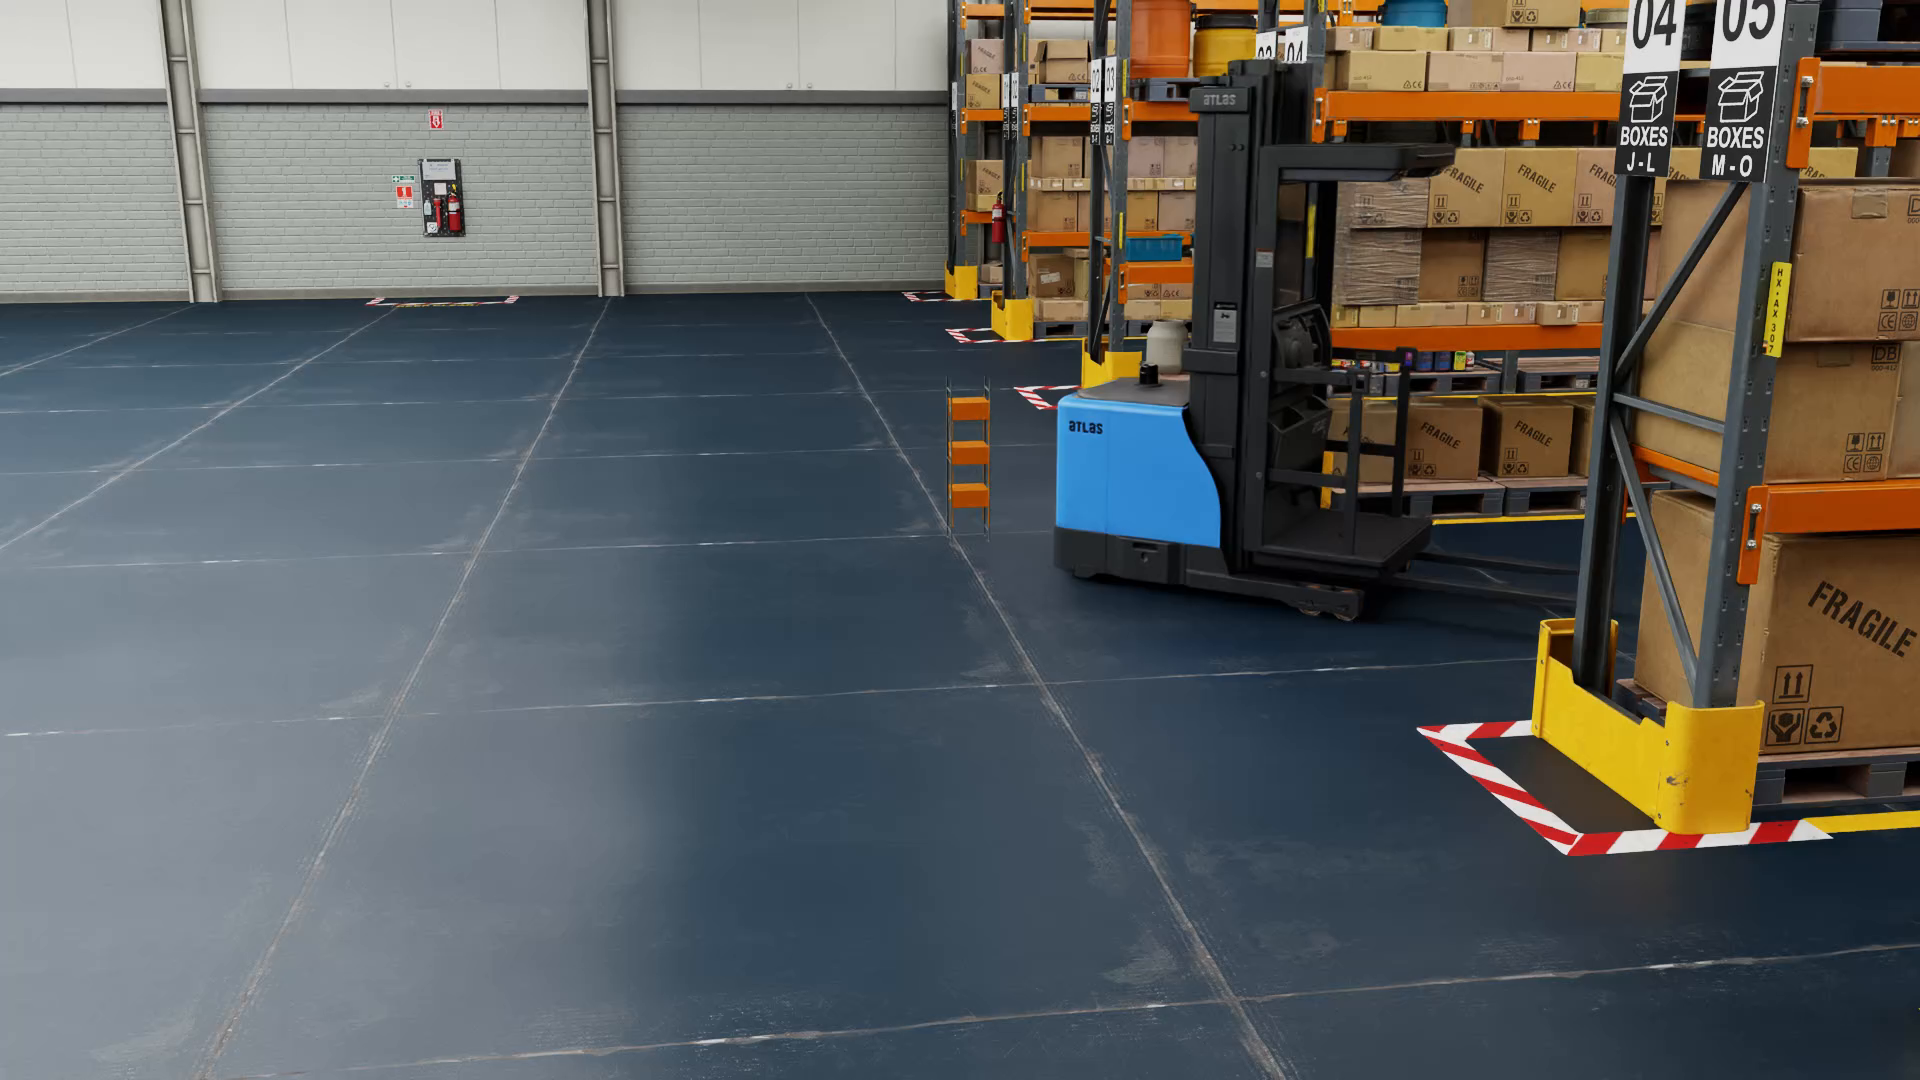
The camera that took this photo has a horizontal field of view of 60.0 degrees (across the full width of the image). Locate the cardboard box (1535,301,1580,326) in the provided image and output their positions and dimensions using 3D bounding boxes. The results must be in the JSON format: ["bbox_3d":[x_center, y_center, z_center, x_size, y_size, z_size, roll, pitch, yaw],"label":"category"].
[{"bbox_3d":[3.970,-1.545,11.231,0.250,0.149,0.380,-2,14,-8],"label":"cardboard box"}]

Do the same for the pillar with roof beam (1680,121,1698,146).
[{"bbox_3d":[13.012,-7.800,23.323,0.400,9.000,9.100,-2,14,-8],"label":"pillar with roof beam"}]

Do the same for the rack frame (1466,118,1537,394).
[{"bbox_3d":[5.373,-3.019,16.593,0.127,3.000,1.000,-2,14,-8],"label":"rack frame"}]

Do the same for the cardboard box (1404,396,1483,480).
[{"bbox_3d":[3.361,-0.722,11.711,0.500,0.500,0.500,2,14,6],"label":"cardboard box"}]

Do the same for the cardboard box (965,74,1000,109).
[{"bbox_3d":[0.309,-6.722,24.946,0.500,0.500,0.500,-2,14,-7],"label":"cardboard box"}]

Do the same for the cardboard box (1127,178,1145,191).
[{"bbox_3d":[2.124,-4.429,20.676,0.250,0.149,0.380,-3,14,-10],"label":"cardboard box"}]

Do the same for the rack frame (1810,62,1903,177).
[{"bbox_3d":[6.110,-1.827,11.842,0.127,3.000,1.000,-2,14,-8],"label":"rack frame"}]

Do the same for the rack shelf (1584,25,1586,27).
[{"bbox_3d":[9.830,-7.986,26.368,4.000,0.370,1.077,-2,14,-8],"label":"rack shelf"}]

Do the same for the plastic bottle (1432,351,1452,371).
[{"bbox_3d":[4.779,-1.855,16.492,0.185,0.351,0.144,-2,14,-10],"label":"plastic bottle"}]

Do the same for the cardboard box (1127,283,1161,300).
[{"bbox_3d":[2.233,-3.305,20.981,0.500,0.500,0.500,-2,14,-8],"label":"cardboard box"}]

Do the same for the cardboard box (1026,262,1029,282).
[{"bbox_3d":[1.203,-4.190,25.887,0.500,0.311,0.500,-1,14,-4],"label":"cardboard box"}]

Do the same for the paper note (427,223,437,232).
[{"bbox_3d":[-8.063,-4.775,25.408,0.142,0.148,0.016,-2,14,-8],"label":"paper note"}]

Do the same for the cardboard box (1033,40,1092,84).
[{"bbox_3d":[1.252,-5.862,20.400,0.637,0.503,0.797,-1,14,-4],"label":"cardboard box"}]

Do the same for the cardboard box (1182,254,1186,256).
[{"bbox_3d":[2.650,-3.448,21.551,0.500,0.500,0.500,-2,14,-8],"label":"cardboard box"}]

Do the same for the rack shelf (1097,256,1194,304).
[{"bbox_3d":[3.395,-2.597,16.391,4.000,0.370,1.077,-2,14,-8],"label":"rack shelf"}]

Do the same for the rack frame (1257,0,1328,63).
[{"bbox_3d":[2.155,-4.592,10.534,0.127,3.000,1.000,-2,14,-8],"label":"rack frame"}]

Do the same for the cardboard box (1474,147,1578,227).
[{"bbox_3d":[3.729,-2.349,11.051,0.500,0.500,0.500,-2,14,-8],"label":"cardboard box"}]

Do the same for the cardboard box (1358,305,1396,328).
[{"bbox_3d":[2.722,-1.518,11.125,0.250,0.149,0.380,-2,14,-8],"label":"cardboard box"}]

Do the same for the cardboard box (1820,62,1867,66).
[{"bbox_3d":[5.699,-3.130,11.179,0.500,0.250,0.500,-2,14,-6],"label":"cardboard box"}]

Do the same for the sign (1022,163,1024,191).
[{"bbox_3d":[0.760,-4.390,20.118,0.005,0.325,0.100,-2,14,-8],"label":"sign"}]

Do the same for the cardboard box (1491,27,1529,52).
[{"bbox_3d":[3.485,-3.238,10.789,0.250,0.149,0.380,-2,14,-8],"label":"cardboard box"}]

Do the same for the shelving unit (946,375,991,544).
[{"bbox_3d":[0.053,-0.511,10.602,0.252,1.050,0.215,-2,14,-8],"label":"shelving unit"}]

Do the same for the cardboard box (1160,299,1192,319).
[{"bbox_3d":[2.730,-2.955,21.129,0.500,0.250,0.500,-2,14,-8],"label":"cardboard box"}]

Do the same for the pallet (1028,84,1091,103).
[{"bbox_3d":[1.386,-5.497,20.489,1.213,0.211,1.003,-2,14,-8],"label":"pallet"}]

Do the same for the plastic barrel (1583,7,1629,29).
[{"bbox_3d":[6.490,-4.811,16.543,0.600,0.901,0.600,0,14,0],"label":"plastic barrel"}]

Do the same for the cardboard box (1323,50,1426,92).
[{"bbox_3d":[2.670,-3.020,10.739,0.500,0.250,0.500,-2,14,-7],"label":"cardboard box"}]

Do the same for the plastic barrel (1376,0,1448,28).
[{"bbox_3d":[4.372,-4.910,16.075,0.708,0.901,0.600,-2,14,-8],"label":"plastic barrel"}]

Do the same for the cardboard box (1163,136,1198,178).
[{"bbox_3d":[2.712,-4.816,20.886,0.500,0.500,0.700,-2,14,-8],"label":"cardboard box"}]

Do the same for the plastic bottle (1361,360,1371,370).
[{"bbox_3d":[3.996,-1.748,16.373,0.097,0.201,0.097,0,14,0],"label":"plastic bottle"}]

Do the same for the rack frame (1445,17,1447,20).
[{"bbox_3d":[7.852,-8.457,25.943,0.127,3.000,1.000,-2,14,-8],"label":"rack frame"}]

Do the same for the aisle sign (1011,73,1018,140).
[{"bbox_3d":[0.664,-5.250,20.147,0.004,0.787,0.394,-2,14,-8],"label":"aisle sign"}]

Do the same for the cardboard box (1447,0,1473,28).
[{"bbox_3d":[3.650,-3.690,11.257,0.500,0.500,0.500,-2,14,-8],"label":"cardboard box"}]

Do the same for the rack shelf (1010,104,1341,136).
[{"bbox_3d":[2.661,-5.244,20.778,4.000,0.370,1.077,-2,14,-8],"label":"rack shelf"}]

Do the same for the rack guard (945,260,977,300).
[{"bbox_3d":[0.016,-4.047,25.832,0.348,0.500,1.175,-2,14,-8],"label":"rack guard"}]

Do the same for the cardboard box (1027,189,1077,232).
[{"bbox_3d":[1.146,-4.128,20.809,0.500,0.500,0.700,-2,14,-8],"label":"cardboard box"}]

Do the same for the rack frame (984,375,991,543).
[{"bbox_3d":[0.174,-0.516,10.619,0.008,1.050,0.200,-2,14,-8],"label":"rack frame"}]

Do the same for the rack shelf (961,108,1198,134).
[{"bbox_3d":[1.919,-6.435,25.529,4.000,0.370,1.077,-2,14,-8],"label":"rack shelf"}]

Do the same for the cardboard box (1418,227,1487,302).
[{"bbox_3d":[3.180,-1.936,11.456,0.500,0.500,0.875,-2,14,-8],"label":"cardboard box"}]

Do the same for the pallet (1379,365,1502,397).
[{"bbox_3d":[4.702,-1.652,16.875,1.213,0.211,1.003,-2,14,-8],"label":"pallet"}]

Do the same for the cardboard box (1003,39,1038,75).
[{"bbox_3d":[0.862,-7.217,24.863,0.500,0.500,0.500,-2,14,-9],"label":"cardboard box"}]

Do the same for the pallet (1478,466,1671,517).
[{"bbox_3d":[4.243,-0.397,11.871,1.213,0.211,1.003,-2,14,-8],"label":"pallet"}]

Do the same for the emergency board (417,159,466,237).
[{"bbox_3d":[-7.878,-5.193,25.260,0.643,1.169,0.194,-2,14,-8],"label":"emergency board"}]

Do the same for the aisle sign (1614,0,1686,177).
[{"bbox_3d":[2.679,-1.816,6.453,0.004,0.787,0.394,-2,14,-8],"label":"aisle sign"}]

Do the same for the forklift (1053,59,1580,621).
[{"bbox_3d":[2.091,-1.133,9.212,3.031,2.935,1.130,8,16,28],"label":"forklift"}]

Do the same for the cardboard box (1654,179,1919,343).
[{"bbox_3d":[3.167,-1.086,6.359,0.550,0.550,0.875,-2,14,-8],"label":"cardboard box"}]

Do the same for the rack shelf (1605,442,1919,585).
[{"bbox_3d":[4.772,-0.209,6.869,4.000,0.370,1.077,-2,14,-8],"label":"rack shelf"}]
